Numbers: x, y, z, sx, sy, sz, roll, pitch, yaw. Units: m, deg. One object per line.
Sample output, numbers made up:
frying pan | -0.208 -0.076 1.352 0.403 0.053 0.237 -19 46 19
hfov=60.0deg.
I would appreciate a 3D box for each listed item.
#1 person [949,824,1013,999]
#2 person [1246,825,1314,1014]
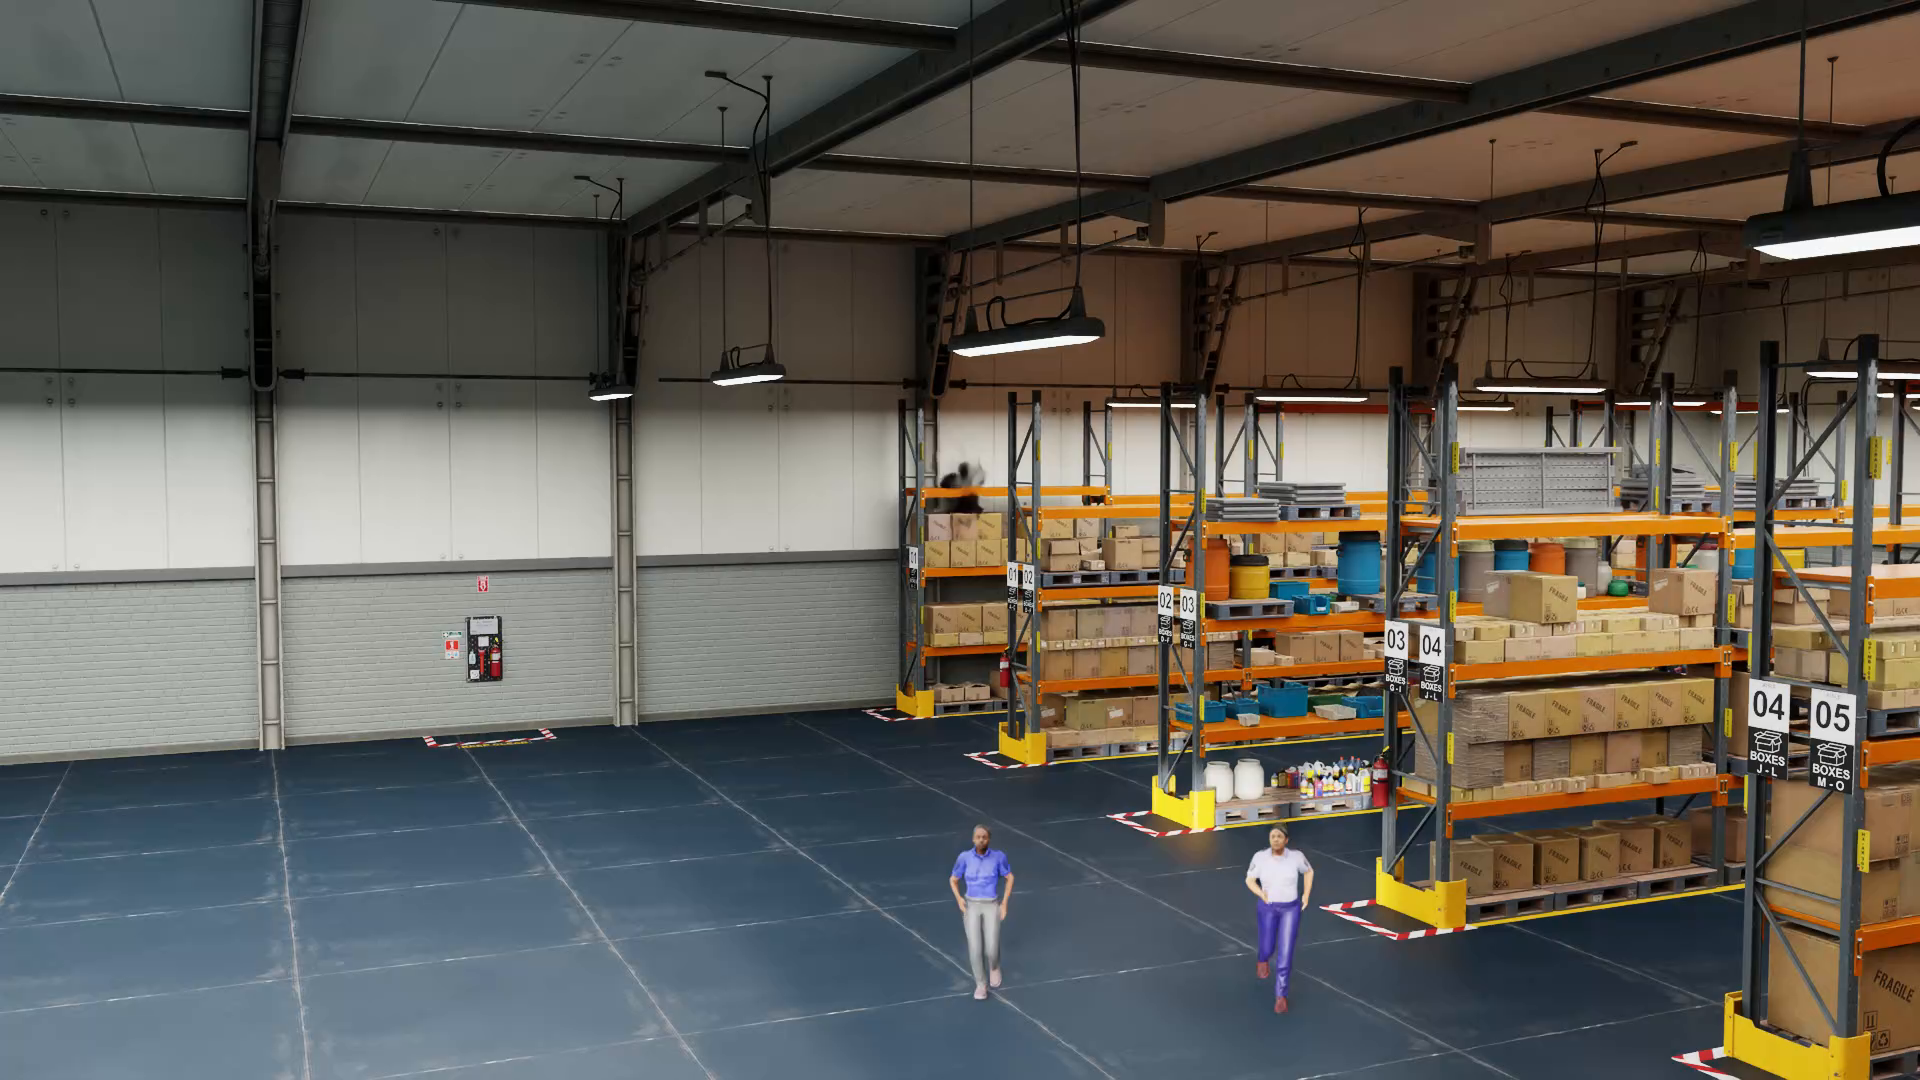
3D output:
person | 0.194 3.447 15.486 0.593 1.619 0.554 0 3 5
person | 2.966 3.451 15.440 0.615 1.654 0.898 1 3 13
